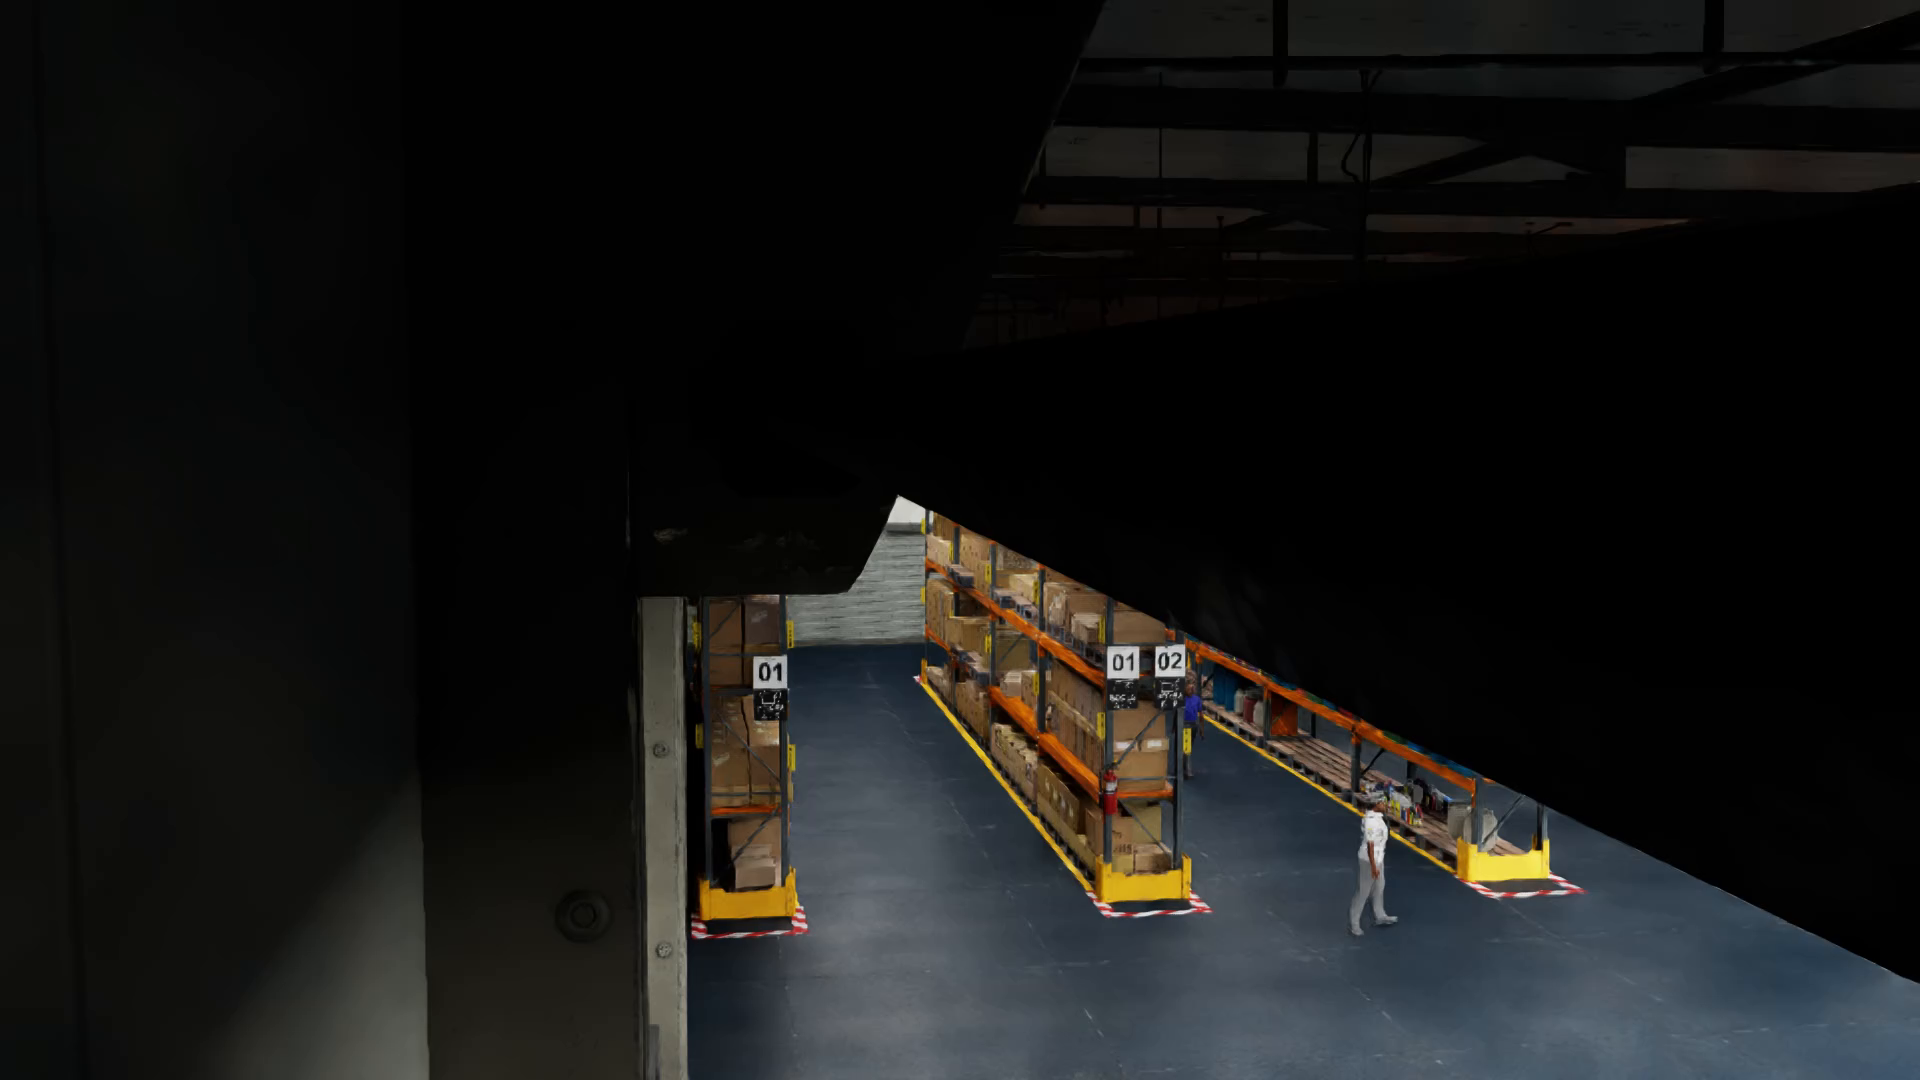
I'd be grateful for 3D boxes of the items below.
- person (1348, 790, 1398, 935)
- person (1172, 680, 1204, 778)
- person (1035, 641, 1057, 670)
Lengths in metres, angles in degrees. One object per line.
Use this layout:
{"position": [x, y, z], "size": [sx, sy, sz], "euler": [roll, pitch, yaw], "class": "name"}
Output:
{"position": [4.870, 3.761, 19.600], "size": [0.521, 1.674, 0.679], "euler": [2, 5, 22], "class": "person"}
{"position": [3.797, 3.100, 27.591], "size": [0.461, 1.596, 0.999], "euler": [-1, 5, -11], "class": "person"}
{"position": [1.927, 2.332, 36.436], "size": [0.625, 1.611, 0.582], "euler": [-1, 5, -11], "class": "person"}
